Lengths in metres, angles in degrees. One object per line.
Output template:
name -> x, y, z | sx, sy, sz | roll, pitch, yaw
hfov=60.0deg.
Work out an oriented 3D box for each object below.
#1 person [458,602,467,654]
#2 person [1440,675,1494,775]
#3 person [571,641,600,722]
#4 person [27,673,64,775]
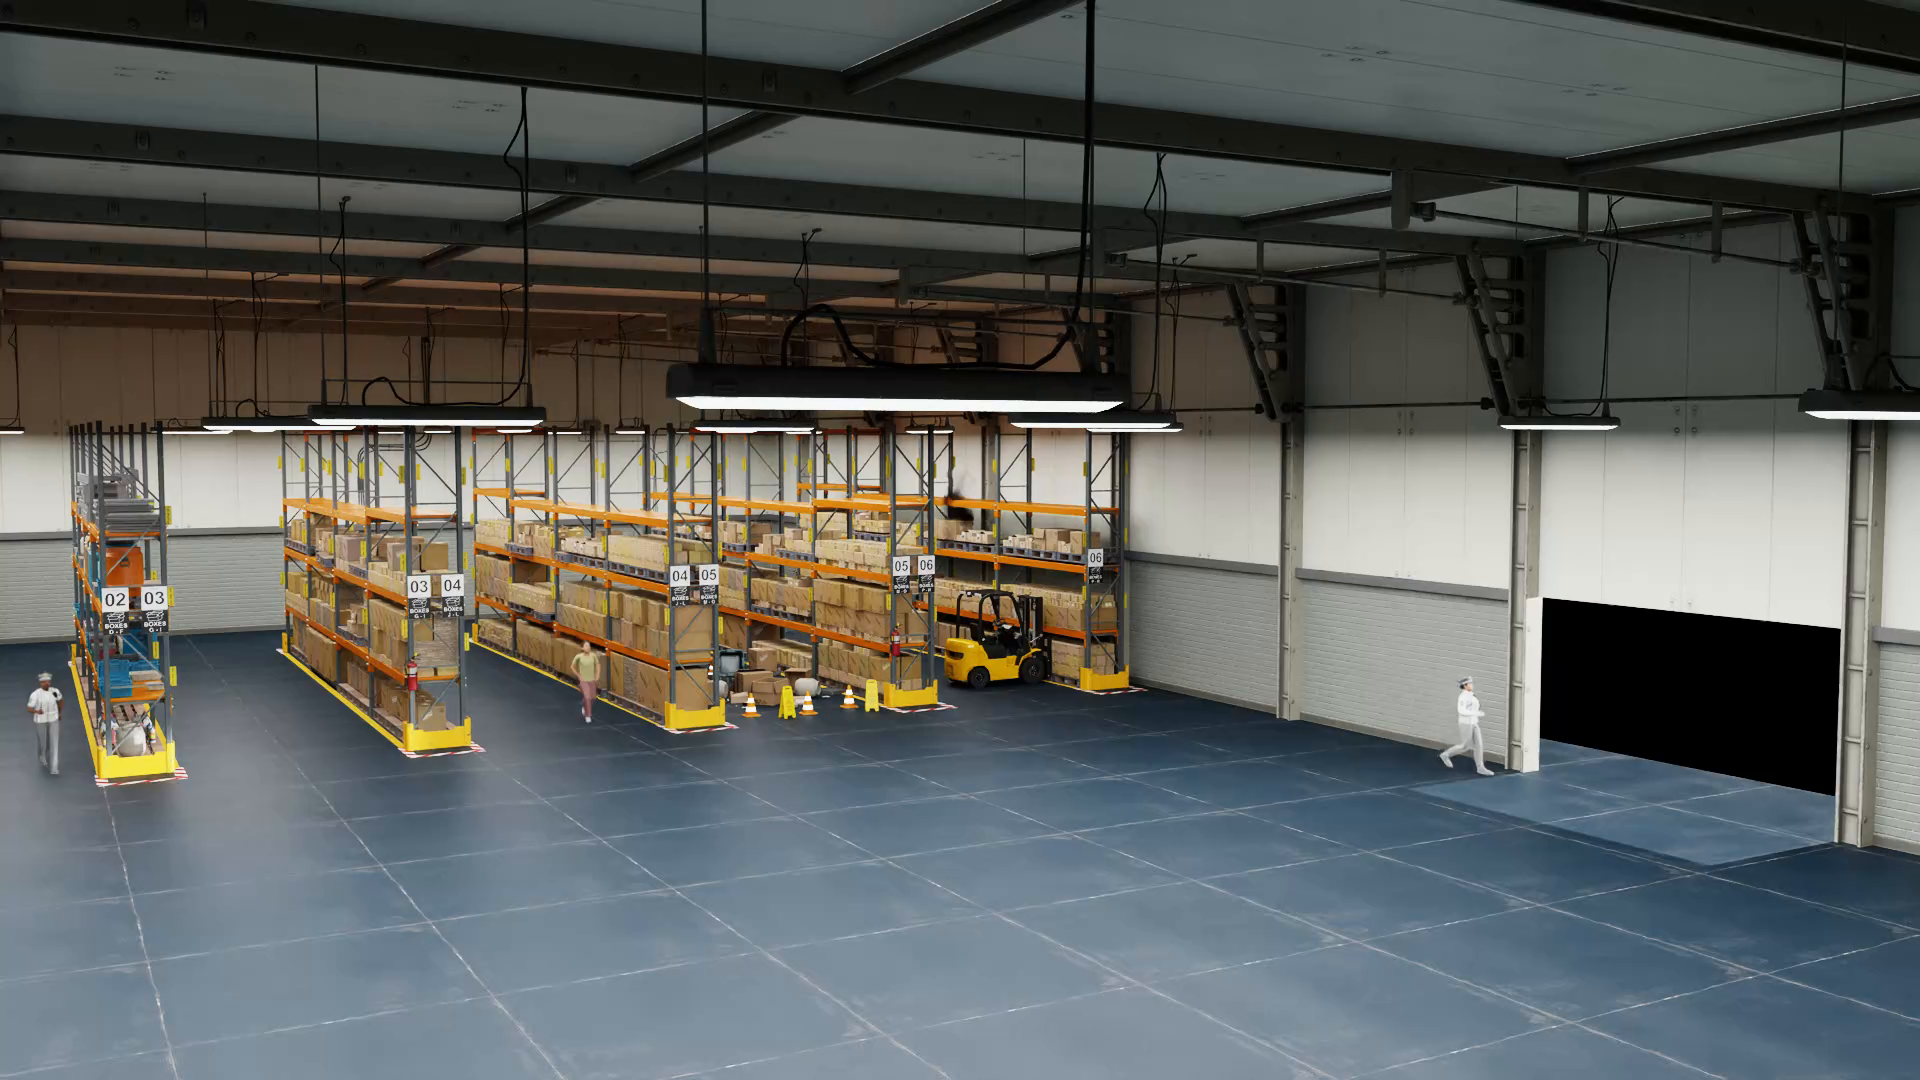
person -> -13.228, 2.181, 43.544 | 0.662, 1.756, 0.890 | -2, 4, -24
person -> 8.603, 3.117, 28.158 | 0.904, 1.669, 0.618 | 3, 4, 37
person -> -7.574, 2.836, 33.623 | 0.605, 1.633, 0.642 | -2, 4, -34
person -> -15.599, 3.109, 28.404 | 0.581, 1.699, 0.920 | -3, 4, -37
